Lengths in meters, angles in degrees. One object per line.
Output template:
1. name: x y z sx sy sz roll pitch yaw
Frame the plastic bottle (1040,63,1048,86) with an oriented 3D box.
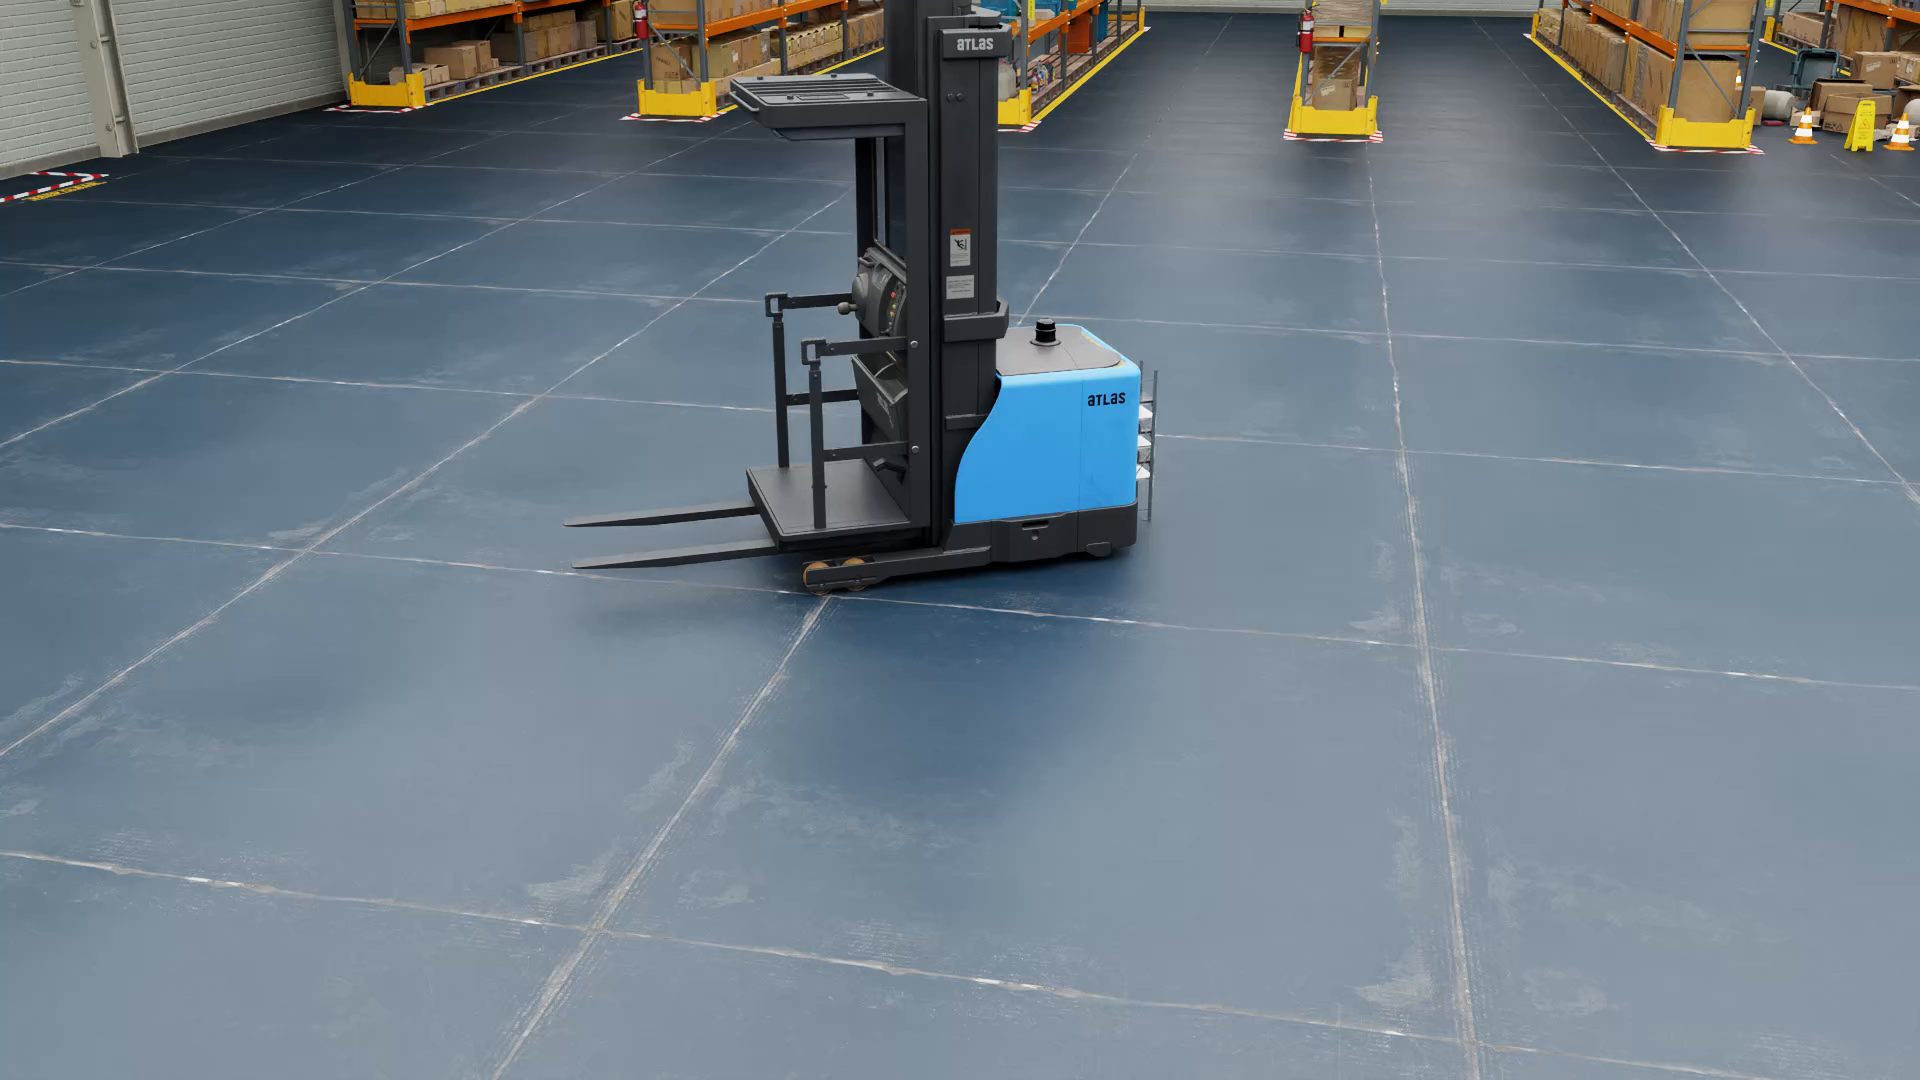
1. plastic bottle: 1.355 -7.604 27.177 0.144 0.351 0.185 4 22 11

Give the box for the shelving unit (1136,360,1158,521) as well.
1. shelving unit: 0.962 -0.559 9.537 0.258 0.900 0.210 -7 23 -16

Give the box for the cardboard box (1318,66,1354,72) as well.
1. cardboard box: 5.721 -6.945 25.368 0.500 0.500 0.500 7 23 16

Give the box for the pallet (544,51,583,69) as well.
1. pallet: -7.985 -9.269 32.086 1.003 0.211 1.213 4 22 11

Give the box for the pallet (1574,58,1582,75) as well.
1. pallet: 11.970 -8.737 30.765 1.003 0.211 1.213 4 22 11

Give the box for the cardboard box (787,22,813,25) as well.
1. cardboard box: -3.117 -9.927 32.355 0.500 0.311 0.500 5 23 13

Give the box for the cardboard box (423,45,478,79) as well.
1. cardboard box: -8.661 -8.131 28.284 0.700 0.500 0.500 3 22 8

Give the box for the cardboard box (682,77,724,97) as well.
1. cardboard box: -4.028 -7.089 26.060 0.500 0.250 0.500 4 22 11

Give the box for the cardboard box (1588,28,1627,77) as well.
1. cardboard box: 11.422 -8.360 28.547 1.050 0.750 0.750 5 22 12

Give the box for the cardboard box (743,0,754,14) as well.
1. cardboard box: -3.831 -8.961 27.454 0.700 0.500 0.500 5 22 12

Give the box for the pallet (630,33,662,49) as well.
1. pallet: -7.087 -10.727 35.706 1.003 0.211 1.213 4 22 11

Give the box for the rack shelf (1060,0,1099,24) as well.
1. rack shelf: 1.718 -9.473 29.822 1.077 0.370 4.000 4 22 11

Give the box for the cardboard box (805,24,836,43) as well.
1. cardboard box: -2.688 -9.695 31.779 0.500 0.311 0.500 4 22 10

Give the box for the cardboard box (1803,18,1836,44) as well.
1. cardboard box: 17.908 -10.423 34.085 0.875 0.438 0.875 4 22 9

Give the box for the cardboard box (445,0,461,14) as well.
1. cardboard box: -8.593 -8.838 27.457 0.500 0.250 0.500 4 22 10

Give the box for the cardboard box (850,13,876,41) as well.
1. cardboard box: -2.040 -10.672 34.594 0.500 0.500 0.500 4 22 9

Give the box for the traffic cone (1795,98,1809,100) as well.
1. traffic cone: 13.823 -7.508 27.375 0.336 0.463 0.334 4 22 11

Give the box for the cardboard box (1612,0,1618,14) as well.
1. cardboard box: 11.044 -8.909 27.326 0.500 0.500 0.500 5 22 11

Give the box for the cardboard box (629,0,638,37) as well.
1. cardboard box: -7.109 -11.069 35.139 0.750 0.750 0.750 4 22 11

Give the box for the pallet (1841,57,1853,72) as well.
1. pallet: 17.162 -8.839 31.017 1.003 0.211 1.213 4 22 11

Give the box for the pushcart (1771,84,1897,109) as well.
1. pushcart: 13.618 -6.881 25.934 1.648 0.377 0.936 -3 22 -8

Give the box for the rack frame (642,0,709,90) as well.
1. rack frame: -4.355 -7.991 25.180 1.000 3.000 0.127 4 22 11

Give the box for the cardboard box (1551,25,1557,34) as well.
1. cardboard box: 12.459 -10.557 34.407 0.380 0.149 0.250 4 22 9

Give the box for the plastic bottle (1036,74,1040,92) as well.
1. plastic bottle: 1.233 -7.277 26.453 0.061 0.283 0.133 5 22 12

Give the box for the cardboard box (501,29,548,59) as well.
1. cardboard box: -8.199 -9.338 31.281 0.700 0.500 0.500 4 22 10

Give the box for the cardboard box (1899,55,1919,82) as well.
1. cardboard box: 16.408 -7.904 27.920 0.950 0.372 0.625 4 22 10

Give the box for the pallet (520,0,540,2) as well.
1. pallet: -8.091 -10.009 30.449 1.003 0.211 1.213 4 22 11

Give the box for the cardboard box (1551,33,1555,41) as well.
1. cardboard box: 12.498 -10.440 34.515 0.380 0.149 0.250 4 22 9

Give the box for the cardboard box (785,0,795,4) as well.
1. cardboard box: -3.158 -9.646 29.625 0.380 0.149 0.250 4 22 11

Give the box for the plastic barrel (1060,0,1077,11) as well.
1. plastic barrel: 1.685 -9.426 28.071 0.600 0.901 0.708 4 22 11

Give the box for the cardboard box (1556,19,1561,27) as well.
1. cardboard box: 12.457 -10.603 34.122 0.380 0.149 0.250 5 22 12

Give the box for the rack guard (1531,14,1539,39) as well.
1. rack guard: 13.426 -11.484 37.198 1.175 0.500 0.348 4 22 11

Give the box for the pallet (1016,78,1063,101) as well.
1. pallet: 1.132 -7.539 27.790 1.003 0.211 1.213 4 22 11

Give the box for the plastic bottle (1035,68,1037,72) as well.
1. plastic bottle: 1.250 -7.571 27.185 0.061 0.283 0.133 4 22 11

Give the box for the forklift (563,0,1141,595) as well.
1. forklift: -0.605 -1.293 8.641 3.031 2.935 1.130 -6 23 -15

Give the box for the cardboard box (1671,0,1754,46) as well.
1. cardboard box: 10.209 -7.028 22.588 0.875 0.550 0.550 4 22 11

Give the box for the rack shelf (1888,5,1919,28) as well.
1. rack shelf: 16.268 -8.340 27.008 1.077 0.370 4.000 4 22 11

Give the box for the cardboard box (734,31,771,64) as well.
1. cardboard box: -3.533 -8.353 28.193 0.500 0.500 0.500 4 22 11

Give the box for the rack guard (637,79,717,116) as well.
1. rack guard: -4.360 -6.823 25.625 1.175 0.500 0.348 4 22 11

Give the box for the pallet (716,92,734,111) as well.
1. pallet: -4.240 -6.980 26.403 1.003 0.211 1.213 4 22 11

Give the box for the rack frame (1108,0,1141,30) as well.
1. rack frame: 3.758 -13.463 38.768 1.000 3.000 0.127 4 22 11

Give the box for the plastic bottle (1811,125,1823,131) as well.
1. plastic bottle: 12.374 -5.985 24.133 0.133 0.061 0.283 -3 22 -8

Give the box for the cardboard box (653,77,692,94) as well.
1. cardboard box: -4.535 -7.129 26.158 0.500 0.250 0.500 4 22 11

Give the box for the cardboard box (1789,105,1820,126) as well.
1. cardboard box: 12.446 -6.245 24.504 0.396 0.266 0.258 8 23 20

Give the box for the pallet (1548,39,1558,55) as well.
1. pallet: 12.728 -10.163 34.305 1.003 0.211 1.213 4 22 11

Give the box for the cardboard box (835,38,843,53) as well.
1. cardboard box: -2.591 -9.625 32.356 0.500 0.250 0.500 5 22 12

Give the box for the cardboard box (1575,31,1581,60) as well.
1. cardboard box: 11.798 -9.231 31.042 0.500 0.500 0.500 5 23 13

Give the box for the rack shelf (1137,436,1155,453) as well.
1. rack shelf: 0.962 -0.528 9.550 0.258 0.077 0.200 -7 23 -16

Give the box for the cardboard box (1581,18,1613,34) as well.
1. cardboard box: 11.692 -9.398 30.454 0.500 0.250 0.500 4 22 10

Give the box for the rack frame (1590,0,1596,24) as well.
1. rack frame: 11.810 -9.745 29.535 1.000 3.000 0.127 4 22 11

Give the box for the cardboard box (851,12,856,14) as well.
1. cardboard box: -2.451 -10.888 35.129 0.500 0.500 0.500 5 22 12

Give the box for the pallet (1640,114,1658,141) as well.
1. pallet: 10.264 -5.824 23.532 1.003 0.211 1.213 4 22 11

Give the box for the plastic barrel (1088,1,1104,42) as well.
1. plastic barrel: 2.670 -10.765 34.315 0.600 0.901 0.708 4 22 11
